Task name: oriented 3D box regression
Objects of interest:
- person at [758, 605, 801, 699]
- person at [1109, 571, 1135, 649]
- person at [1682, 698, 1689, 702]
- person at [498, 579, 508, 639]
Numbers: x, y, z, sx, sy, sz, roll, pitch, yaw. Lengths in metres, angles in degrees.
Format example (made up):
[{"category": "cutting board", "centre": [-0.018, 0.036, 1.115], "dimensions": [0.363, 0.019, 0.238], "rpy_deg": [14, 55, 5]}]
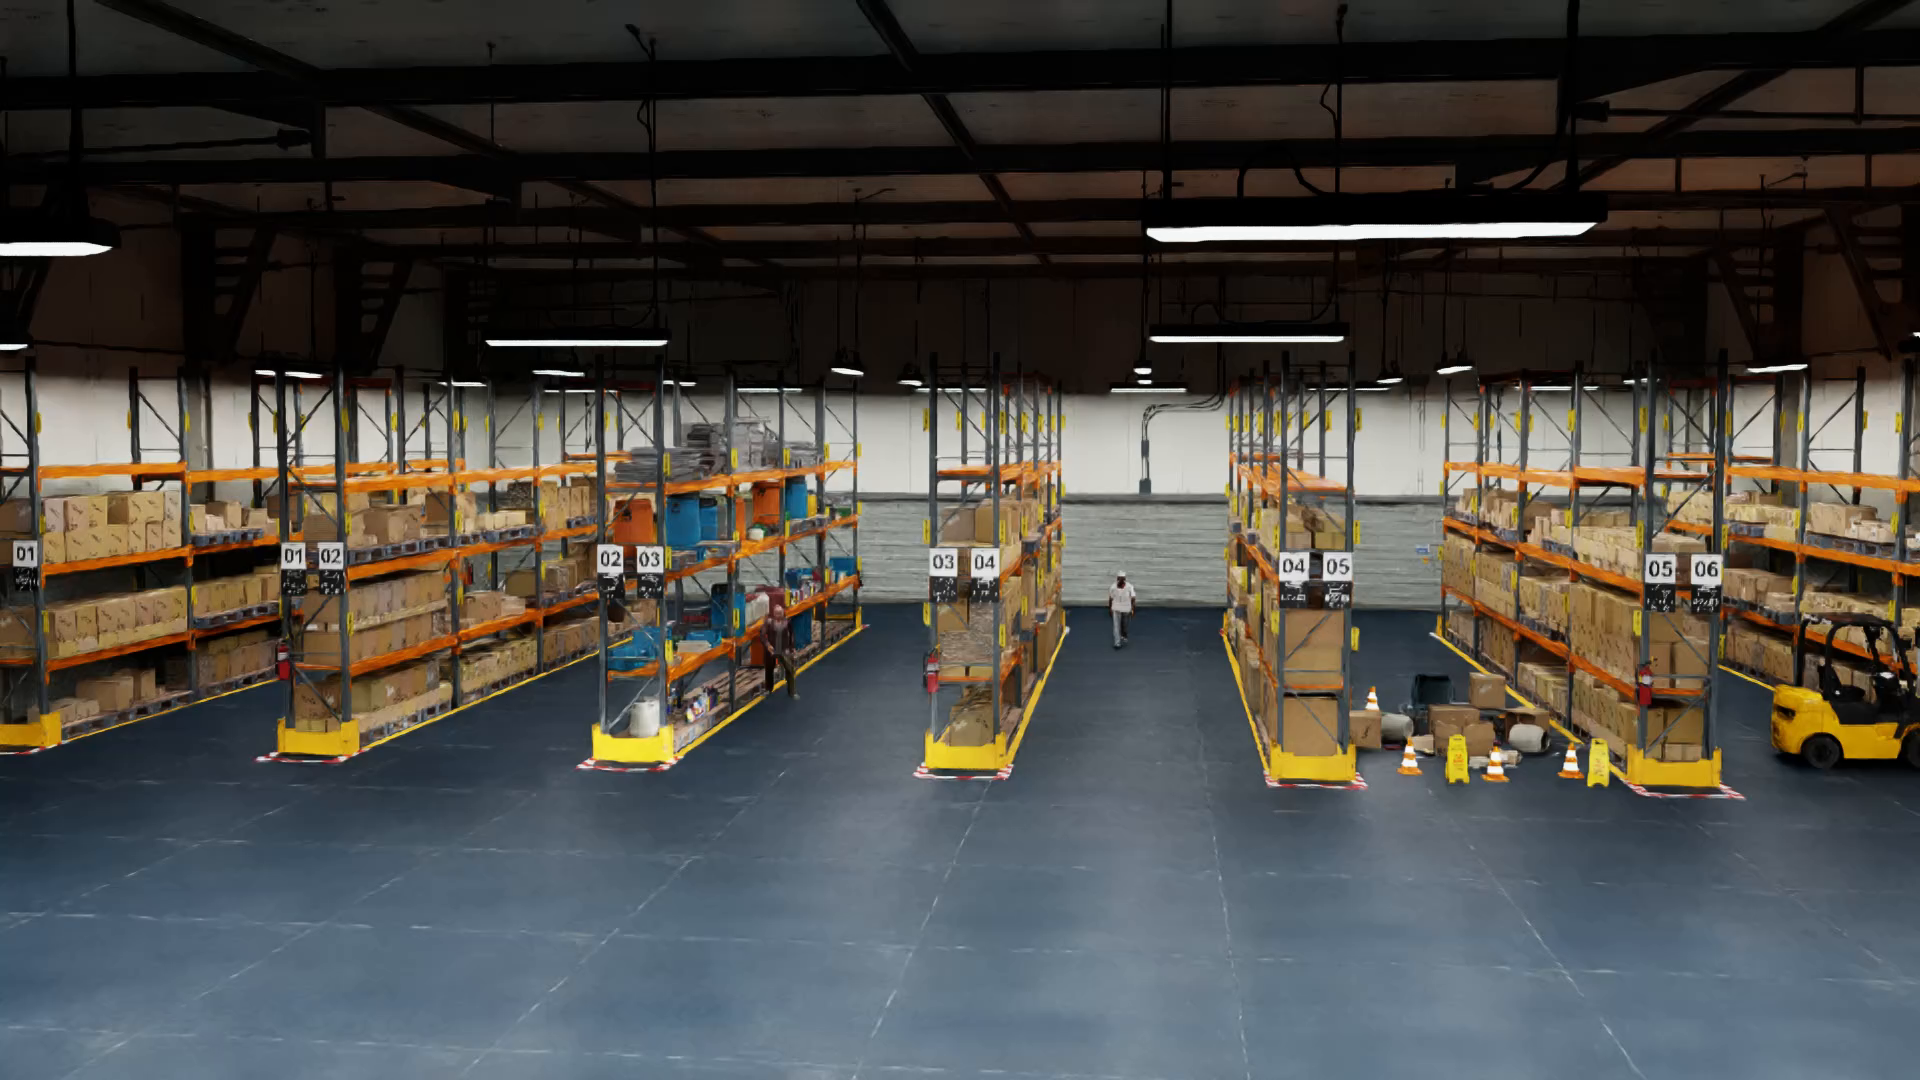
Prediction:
[{"category": "person", "centre": [-3.285, 2.011, 30.047], "dimensions": [0.733, 1.716, 0.872], "rpy_deg": [-1, 4, -12]}, {"category": "person", "centre": [3.603, 1.539, 36.953], "dimensions": [0.585, 1.710, 1.092], "rpy_deg": [0, 4, 5]}, {"category": "person", "centre": [12.239, 2.184, 28.402], "dimensions": [0.527, 1.592, 0.523], "rpy_deg": [3, 5, 39]}, {"category": "person", "centre": [-10.048, 1.500, 37.368], "dimensions": [0.729, 1.733, 0.546], "rpy_deg": [0, 4, 5]}]
